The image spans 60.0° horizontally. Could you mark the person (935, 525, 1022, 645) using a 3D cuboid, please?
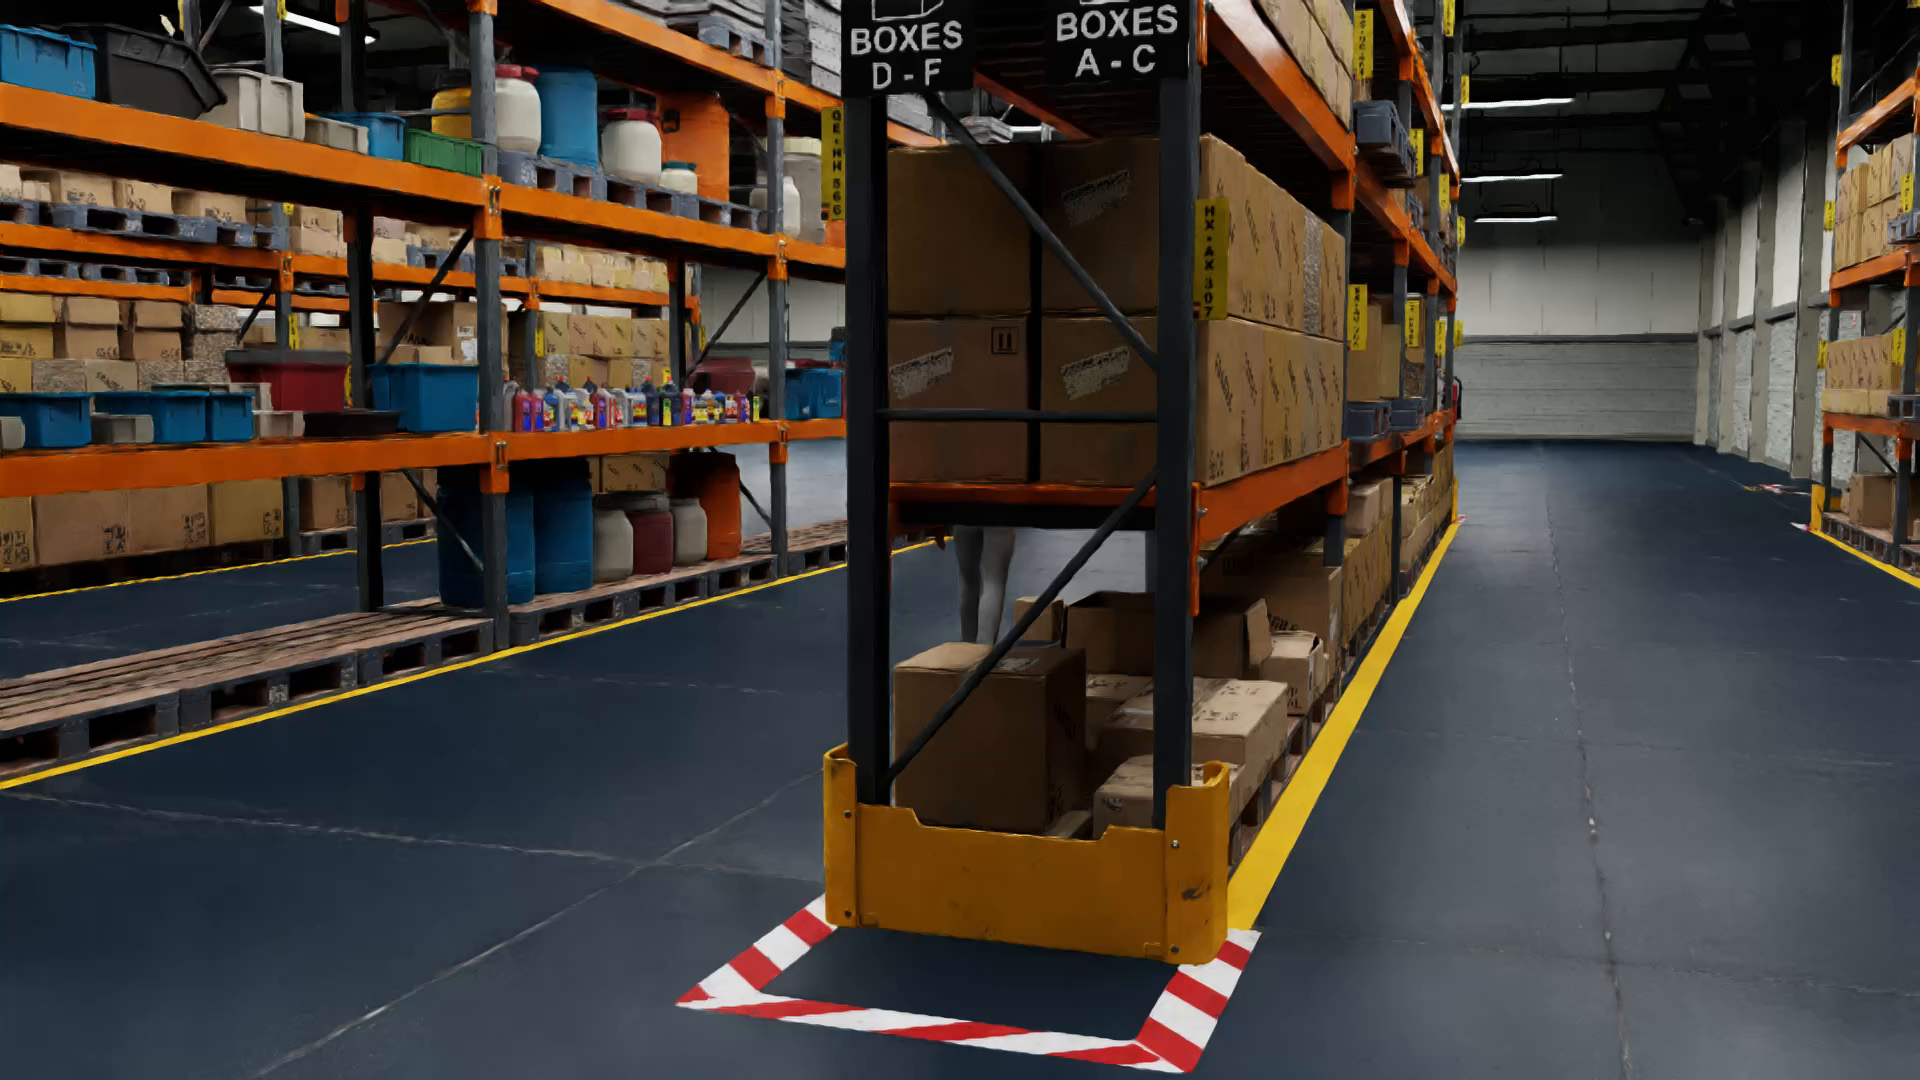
[{"bbox_3d":[0.151,-0.125,9.506,0.522,1.673,0.768,1,5,13],"label":"person"}]
